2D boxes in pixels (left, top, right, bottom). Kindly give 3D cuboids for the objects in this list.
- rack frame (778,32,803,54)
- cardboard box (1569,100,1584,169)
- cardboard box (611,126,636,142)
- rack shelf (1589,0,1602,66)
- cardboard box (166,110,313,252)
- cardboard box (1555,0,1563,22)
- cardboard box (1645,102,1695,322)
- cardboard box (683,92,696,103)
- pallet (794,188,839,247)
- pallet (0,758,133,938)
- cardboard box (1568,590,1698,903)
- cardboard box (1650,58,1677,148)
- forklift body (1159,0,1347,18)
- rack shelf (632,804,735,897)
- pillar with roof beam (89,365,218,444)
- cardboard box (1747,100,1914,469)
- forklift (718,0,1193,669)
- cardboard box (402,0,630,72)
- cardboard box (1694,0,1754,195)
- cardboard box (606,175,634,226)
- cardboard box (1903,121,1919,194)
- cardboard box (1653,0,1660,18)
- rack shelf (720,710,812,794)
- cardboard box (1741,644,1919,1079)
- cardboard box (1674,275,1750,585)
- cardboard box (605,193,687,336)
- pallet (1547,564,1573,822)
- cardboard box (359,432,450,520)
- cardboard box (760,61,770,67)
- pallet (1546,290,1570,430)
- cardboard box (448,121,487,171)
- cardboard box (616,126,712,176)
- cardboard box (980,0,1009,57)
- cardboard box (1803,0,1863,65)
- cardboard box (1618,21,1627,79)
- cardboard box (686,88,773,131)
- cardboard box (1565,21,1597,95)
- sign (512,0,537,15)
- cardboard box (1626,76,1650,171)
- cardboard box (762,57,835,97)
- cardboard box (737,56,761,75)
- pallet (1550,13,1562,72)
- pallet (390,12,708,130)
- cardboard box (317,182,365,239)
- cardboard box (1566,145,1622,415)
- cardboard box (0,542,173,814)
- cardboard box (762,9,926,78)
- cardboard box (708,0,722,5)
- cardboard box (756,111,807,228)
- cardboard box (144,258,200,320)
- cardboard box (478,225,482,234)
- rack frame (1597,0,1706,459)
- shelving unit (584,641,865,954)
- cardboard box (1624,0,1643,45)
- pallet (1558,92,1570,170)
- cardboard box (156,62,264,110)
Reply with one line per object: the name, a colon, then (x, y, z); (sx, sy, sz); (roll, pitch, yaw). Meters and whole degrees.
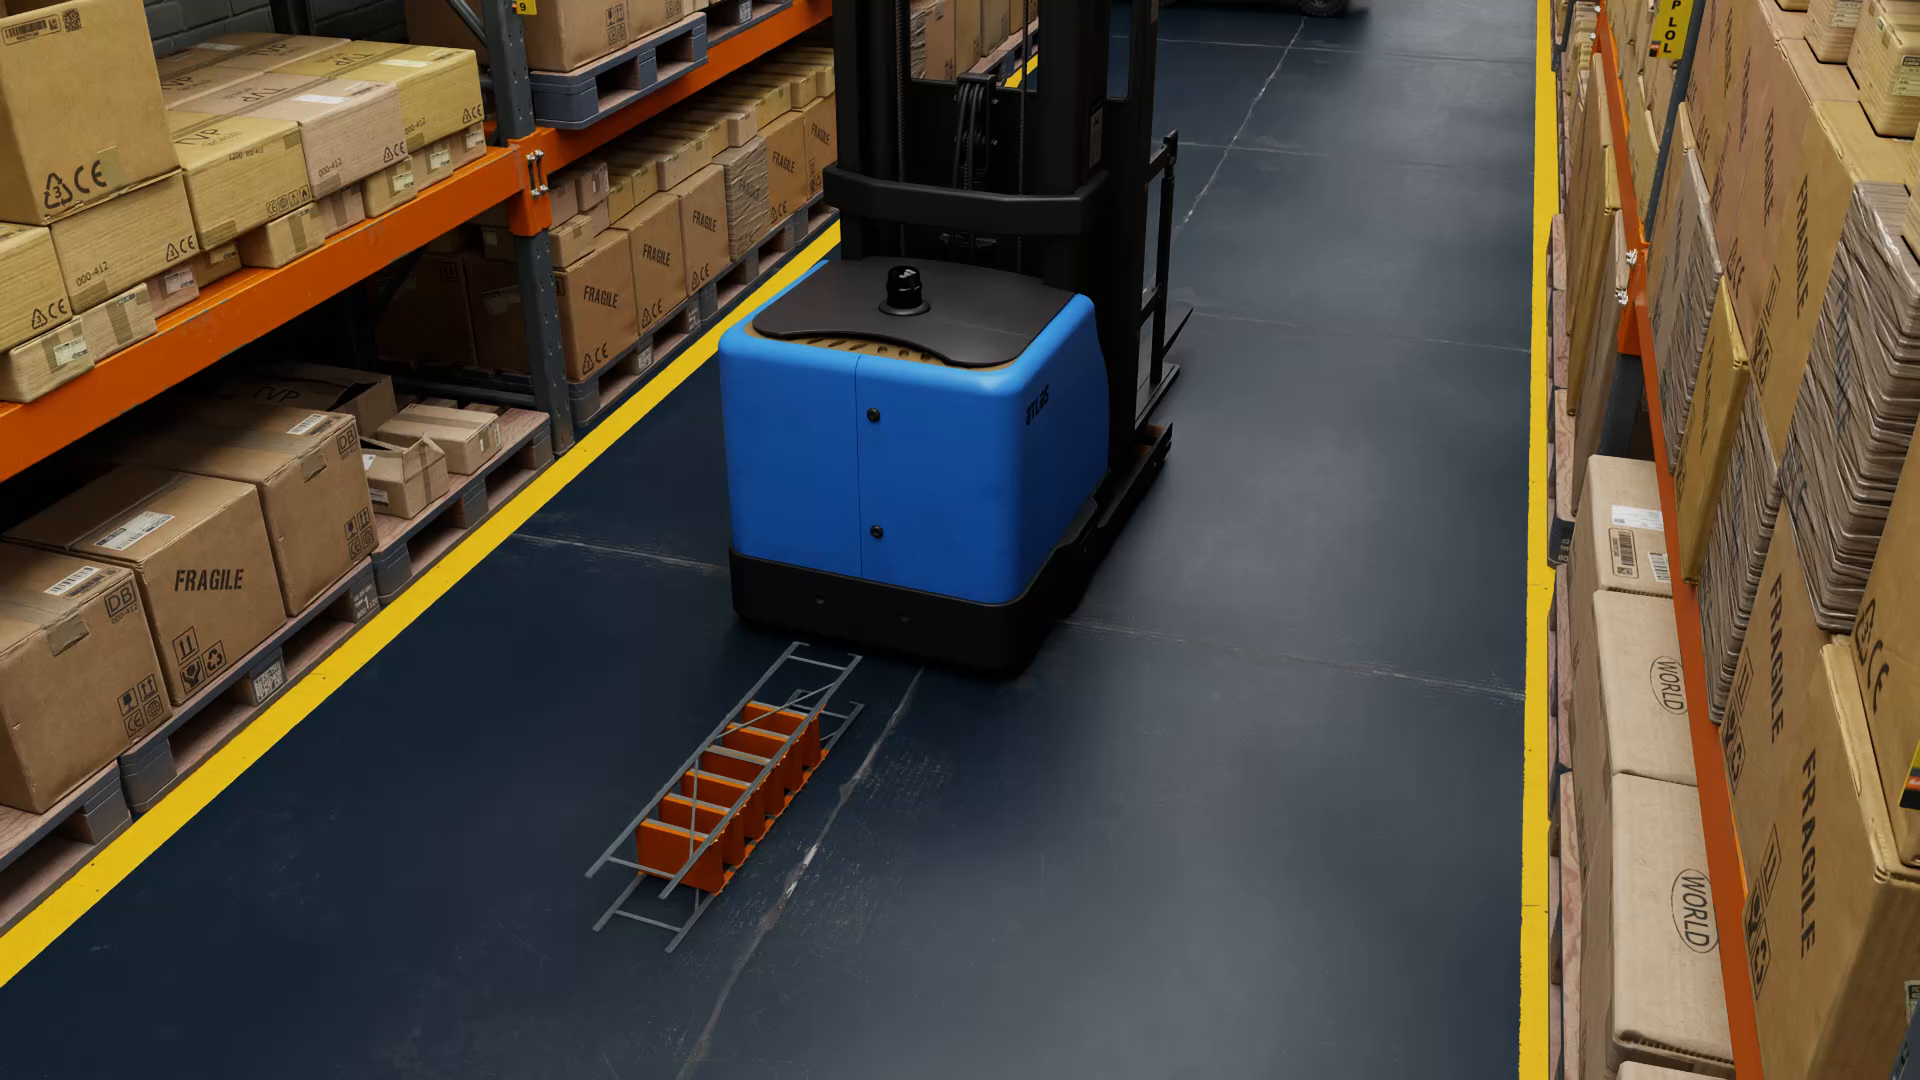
rack frame: (-0.932, -3.609, 9.652); (1.000, 3.000, 0.127); (8, 30, 15)
cardboard box: (3.990, -2.199, 9.388); (0.950, 0.372, 0.625); (6, 30, 11)
cardboard box: (-1.831, -2.058, 8.336); (0.380, 0.149, 0.250); (7, 30, 13)
rack shelf: (4.401, -3.518, 10.228); (1.077, 0.370, 4.000); (8, 30, 15)
cardboard box: (-2.314, -1.078, 4.951); (0.500, 0.250, 0.500); (8, 30, 15)
cardboard box: (5.052, -4.305, 13.300); (0.500, 0.250, 0.500); (8, 30, 14)
cardboard box: (2.252, -0.907, 4.692); (0.500, 0.500, 0.500); (9, 30, 17)
cardboard box: (-1.651, -2.426, 8.998); (0.380, 0.149, 0.250); (7, 30, 13)
pallet: (-1.187, -2.049, 9.716); (1.003, 0.211, 1.213); (8, 30, 15)
pallet: (-3.025, 0.921, 4.377); (1.003, 0.211, 1.213); (8, 30, 15)
cardboard box: (2.091, 0.585, 4.316); (0.875, 0.438, 0.875); (8, 30, 13)
cardboard box: (2.537, -1.436, 5.386); (0.500, 0.250, 0.500); (8, 30, 15)
forklift body: (2.604, -5.814, 14.490); (2.313, 2.155, 1.214); (8, 30, 15)
rack shelf: (-0.755, 0.842, 4.539); (0.258, 0.180, 0.103); (11, 31, 19)
pillar with roof beam: (0.943, -3.563, 3.398); (9.100, 9.000, 0.400); (8, 30, 15)
cardboard box: (1.654, -0.400, 2.752); (0.500, 0.500, 0.500); (8, 30, 15)
forklift: (0.226, -1.564, 6.046); (1.130, 2.935, 3.031); (11, 31, 18)
cardboard box: (-1.750, -2.170, 6.531); (0.700, 0.500, 0.500); (9, 30, 16)
cardboard box: (2.115, -1.104, 4.017); (0.500, 0.500, 0.500); (8, 30, 14)
cardboard box: (-1.675, -1.514, 7.359); (0.380, 0.149, 0.250); (7, 30, 12)
cardboard box: (1.540, -0.509, 2.281); (0.380, 0.149, 0.250); (9, 30, 16)
cardboard box: (2.676, -2.009, 5.645); (0.500, 0.500, 0.500); (9, 30, 16)
rack shelf: (-0.576, 0.623, 4.927); (0.258, 0.180, 0.103); (11, 31, 19)
cardboard box: (1.355, 0.510, 2.146); (0.500, 0.500, 0.500); (9, 30, 15)
cardboard box: (1.797, -0.204, 3.428); (0.500, 0.500, 0.500); (9, 30, 16)
cardboard box: (-1.602, -1.283, 7.610); (0.500, 0.500, 0.500); (8, 30, 14)
pallet: (2.342, 0.517, 5.103); (1.003, 0.211, 1.213); (8, 30, 15)
cardboard box: (-2.094, -0.272, 6.034); (0.396, 0.266, 0.258); (10, 30, 17)
cardboard box: (-1.324, -2.544, 9.878); (0.500, 0.500, 0.500); (10, 31, 17)
pallet: (3.151, -0.763, 7.405); (1.003, 0.211, 1.213); (8, 30, 15)
cardboard box: (-1.958, -1.456, 6.041); (0.380, 0.149, 0.250); (9, 30, 16)
cardboard box: (-1.423, -1.869, 7.997); (0.380, 0.149, 0.250); (10, 30, 17)
cardboard box: (-0.135, -4.010, 12.384); (0.875, 0.625, 0.625); (8, 30, 14)
cardboard box: (1.834, -0.993, 3.151); (0.380, 0.149, 0.250); (9, 30, 15)
cardboard box: (3.137, -2.161, 7.204); (0.500, 0.250, 0.500); (9, 30, 17)
cardboard box: (-1.198, -2.239, 8.661); (0.380, 0.149, 0.250); (8, 30, 14)
cardboard box: (4.629, -3.218, 11.220); (0.950, 0.372, 0.625); (10, 31, 18)
sign: (-1.585, -2.055, 5.968); (0.100, 0.325, 0.005); (8, 30, 15)
cardboard box: (2.681, -1.459, 5.942); (0.500, 0.250, 0.500); (8, 30, 14)
cardboard box: (-0.885, -2.587, 9.287); (0.380, 0.149, 0.250); (7, 30, 12)
cardboard box: (-1.383, -2.786, 9.644); (0.380, 0.149, 0.250); (10, 31, 17)
pallet: (5.152, -3.860, 12.972); (1.003, 0.211, 1.213); (8, 30, 15)
pallet: (-1.767, -2.022, 6.997); (1.003, 0.211, 1.213); (8, 30, 15)
cardboard box: (-2.170, -1.090, 5.382); (0.380, 0.149, 0.250); (9, 30, 16)
cardboard box: (3.003, -1.019, 6.750); (0.875, 0.875, 0.875); (9, 30, 16)
cardboard box: (-2.722, 0.355, 4.666); (0.700, 0.500, 0.500); (10, 31, 17)
cardboard box: (-0.736, -3.043, 10.645); (0.875, 0.625, 0.625); (9, 30, 16)
cardboard box: (-1.368, -2.776, 7.619); (0.700, 0.500, 0.500); (8, 30, 15)
cardboard box: (-1.159, -1.998, 8.896); (0.500, 0.500, 0.500); (10, 31, 17)
cardboard box: (-2.428, -0.742, 4.756); (0.380, 0.149, 0.250); (8, 30, 15)
cardboard box: (-2.201, -1.460, 7.261); (0.380, 0.149, 0.250); (9, 30, 15)
rack frame: (2.640, -1.044, 5.041); (1.000, 3.000, 0.127); (8, 30, 15)
shelving unit: (-0.637, 0.698, 4.794); (0.258, 0.189, 1.200); (11, 31, 19)
cardboard box: (2.957, -2.152, 6.672); (0.500, 0.250, 0.500); (9, 30, 16)
pallet: (4.405, -2.612, 10.728); (1.003, 0.211, 1.213); (8, 30, 15)
cardboard box: (-2.650, -1.389, 5.510); (0.500, 0.250, 0.500); (8, 30, 14)
